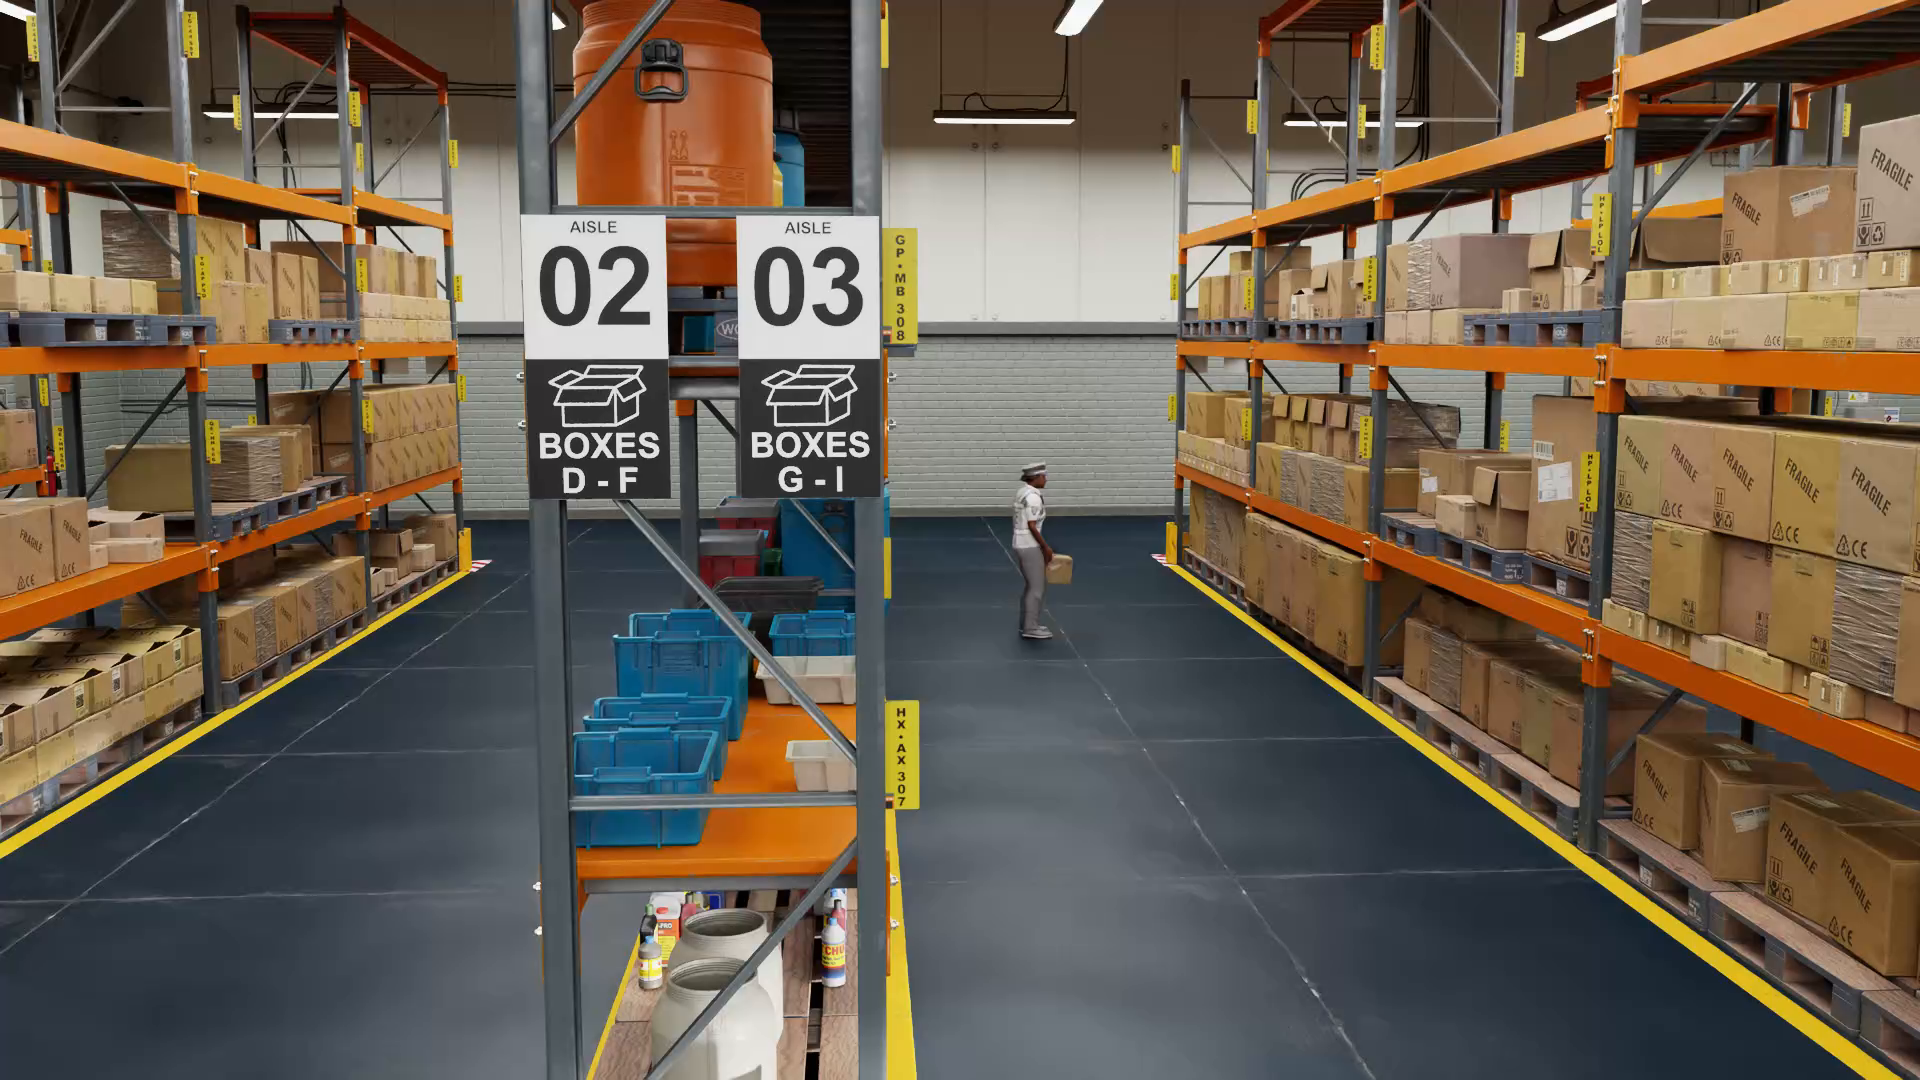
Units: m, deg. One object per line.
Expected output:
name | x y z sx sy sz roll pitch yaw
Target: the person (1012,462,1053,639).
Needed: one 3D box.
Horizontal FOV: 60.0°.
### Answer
person | 0.694 0.087 15.970 0.377 1.676 0.488 -1 7 -5
